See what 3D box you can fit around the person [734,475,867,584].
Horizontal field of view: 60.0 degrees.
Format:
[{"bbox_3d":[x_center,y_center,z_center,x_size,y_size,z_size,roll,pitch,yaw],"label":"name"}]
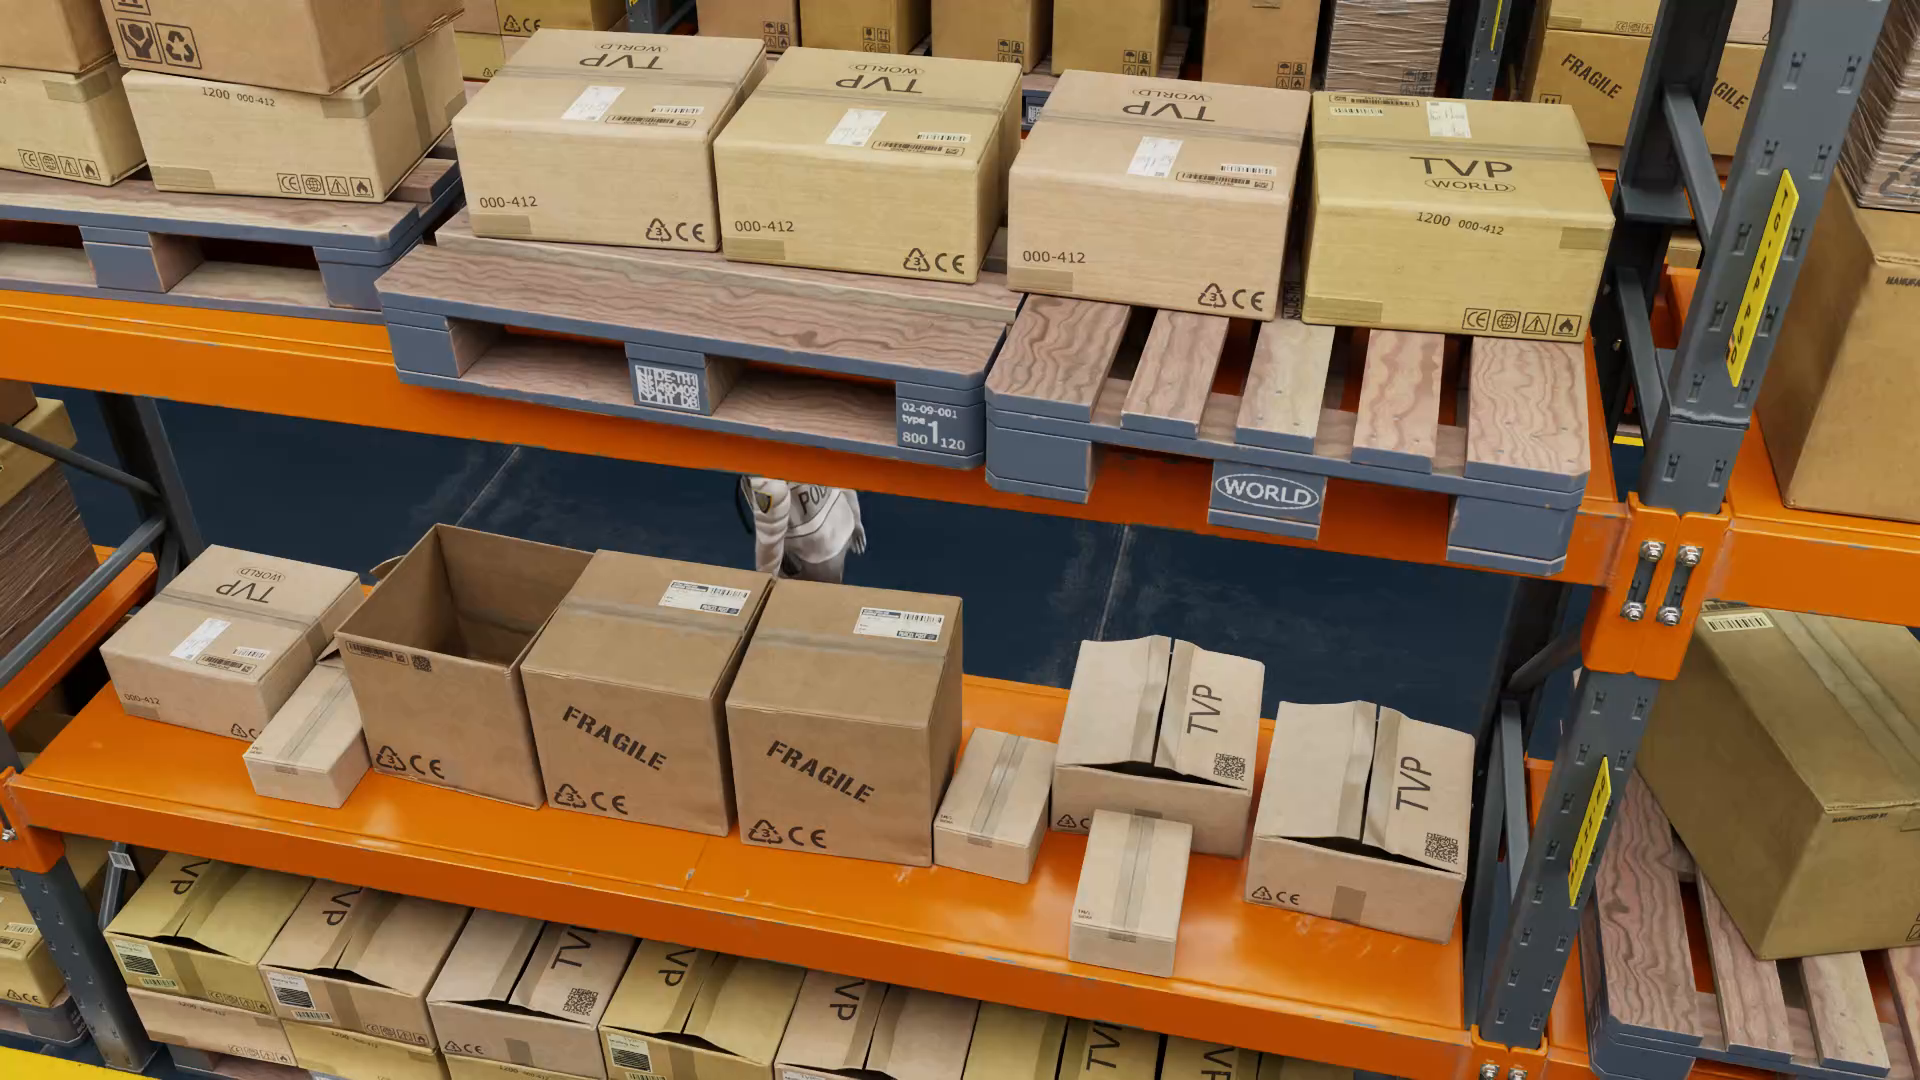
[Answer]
[{"bbox_3d":[-0.542,0.070,6.063,0.578,1.714,0.508,9,38,12],"label":"person"}]
